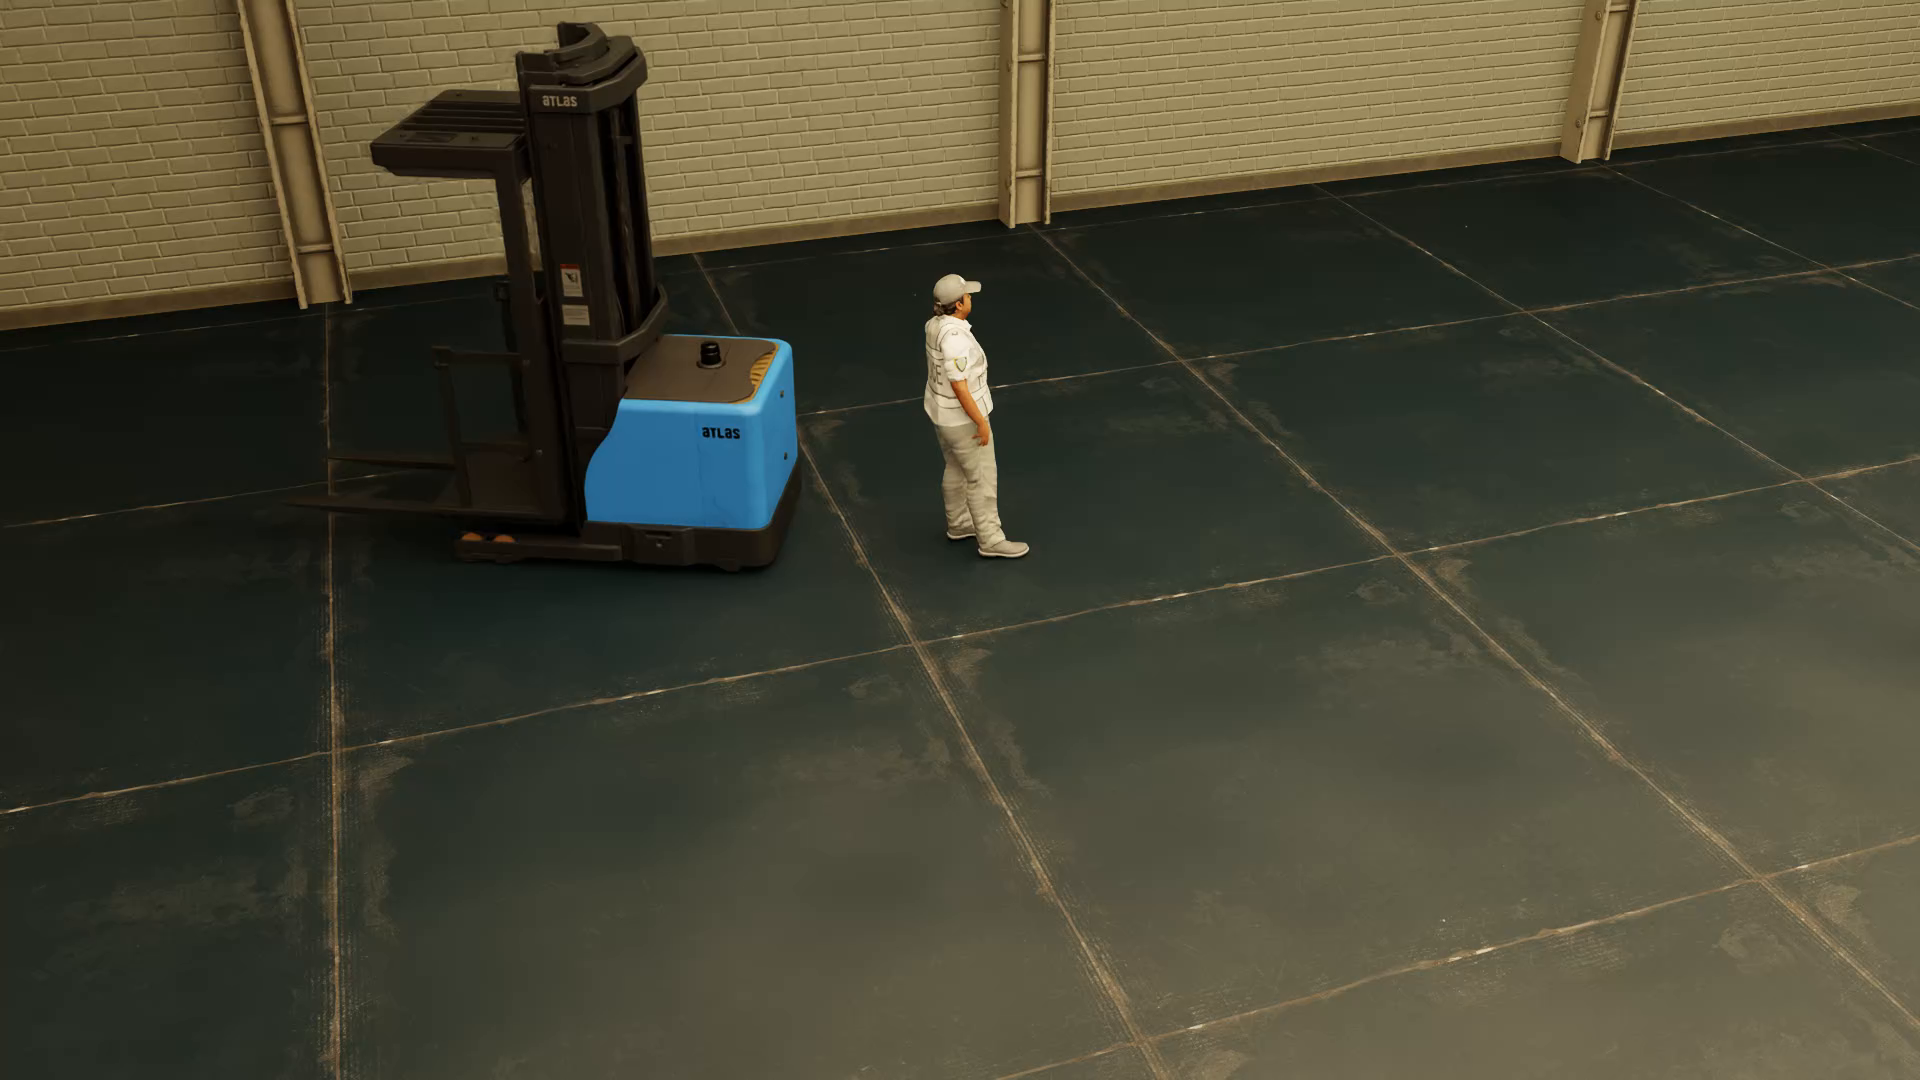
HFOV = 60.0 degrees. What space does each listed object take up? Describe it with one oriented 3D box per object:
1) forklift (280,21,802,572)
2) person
[{"bbox_3d":[-2.543,-1.389,9.500,3.031,2.935,1.130,3,30,5],"label":"forklift"},{"bbox_3d":[0.080,-0.730,9.609,0.529,1.670,0.597,-10,31,-16],"label":"person"}]
